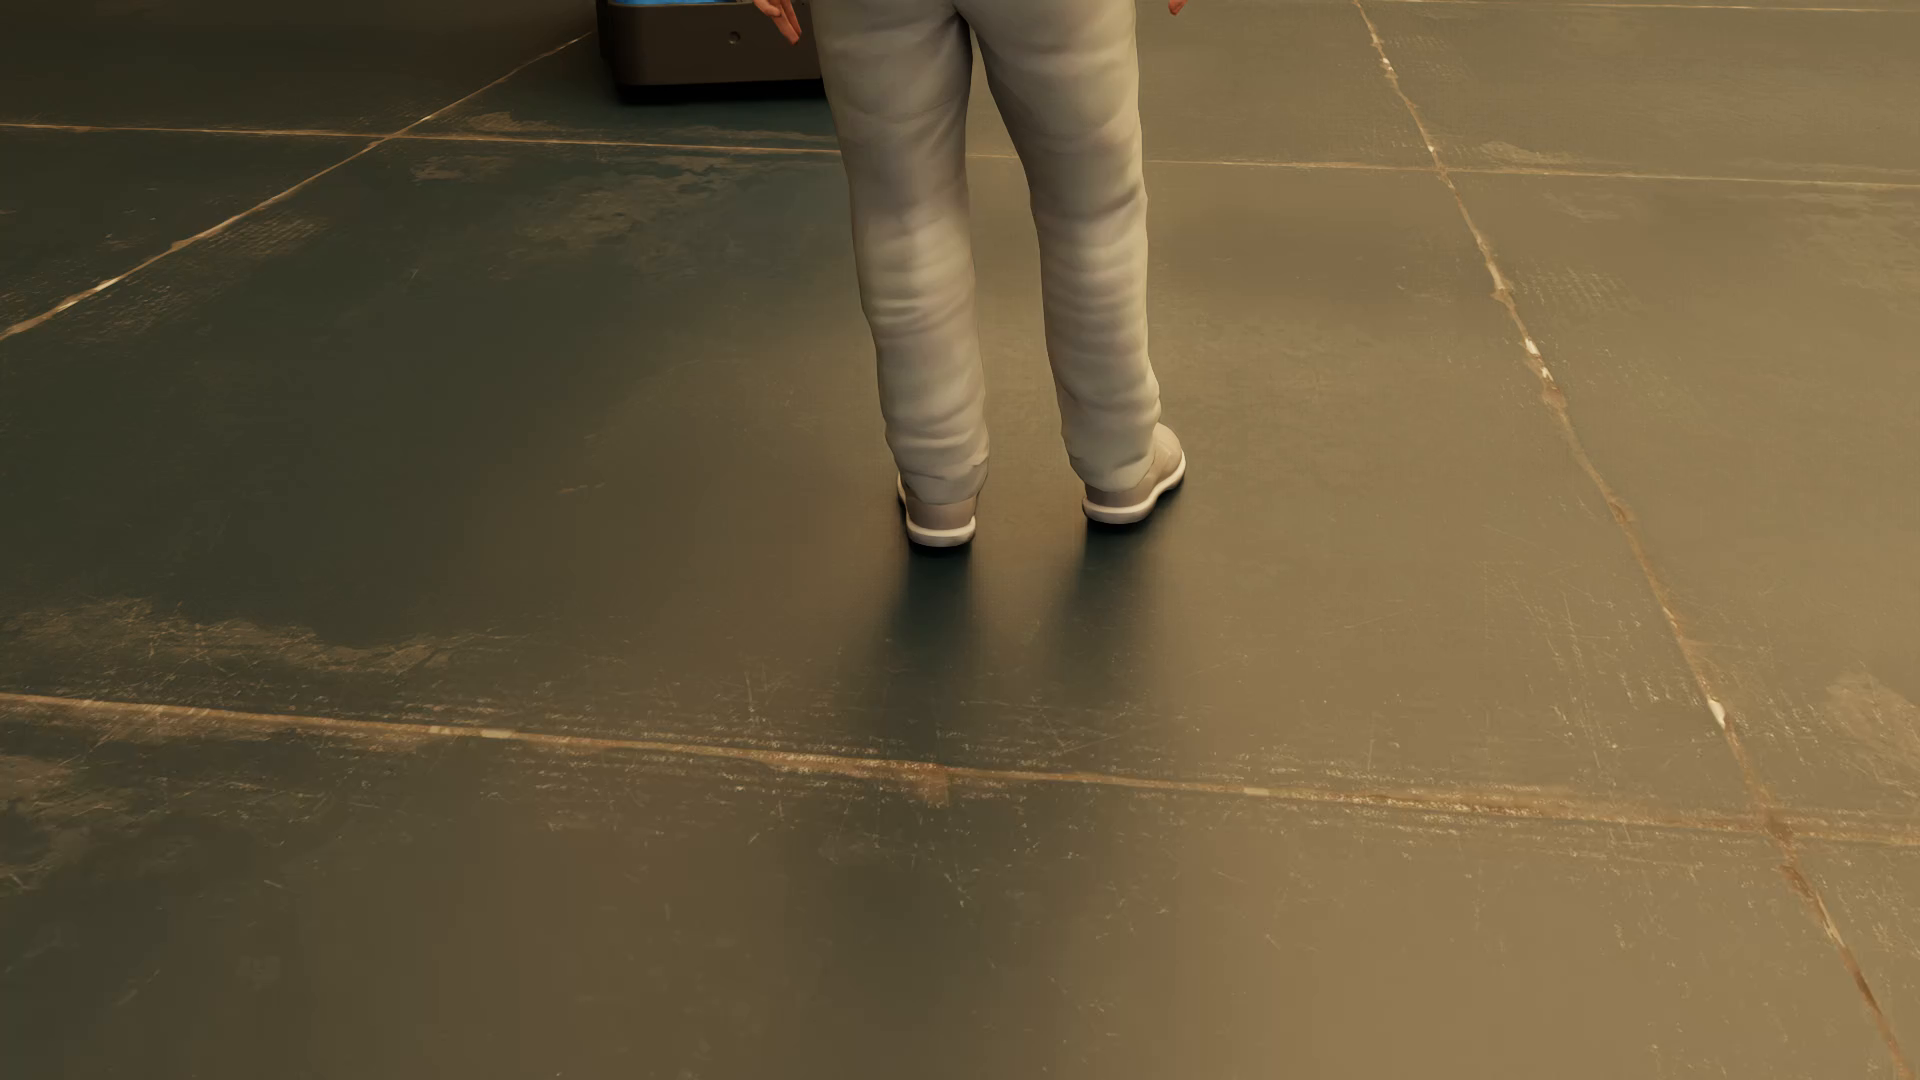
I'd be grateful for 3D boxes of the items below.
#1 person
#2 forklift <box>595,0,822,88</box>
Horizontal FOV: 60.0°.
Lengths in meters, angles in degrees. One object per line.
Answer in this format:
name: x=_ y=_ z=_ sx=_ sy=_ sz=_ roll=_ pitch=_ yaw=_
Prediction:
person: x=0.022 y=-0.837 z=2.166 sx=0.640 sy=1.781 sz=0.575 roll=3 pitch=27 yaw=7
forklift: x=-0.854 y=-3.357 z=5.947 sx=1.130 sy=2.935 sz=3.031 roll=-5 pitch=27 yaw=-10
